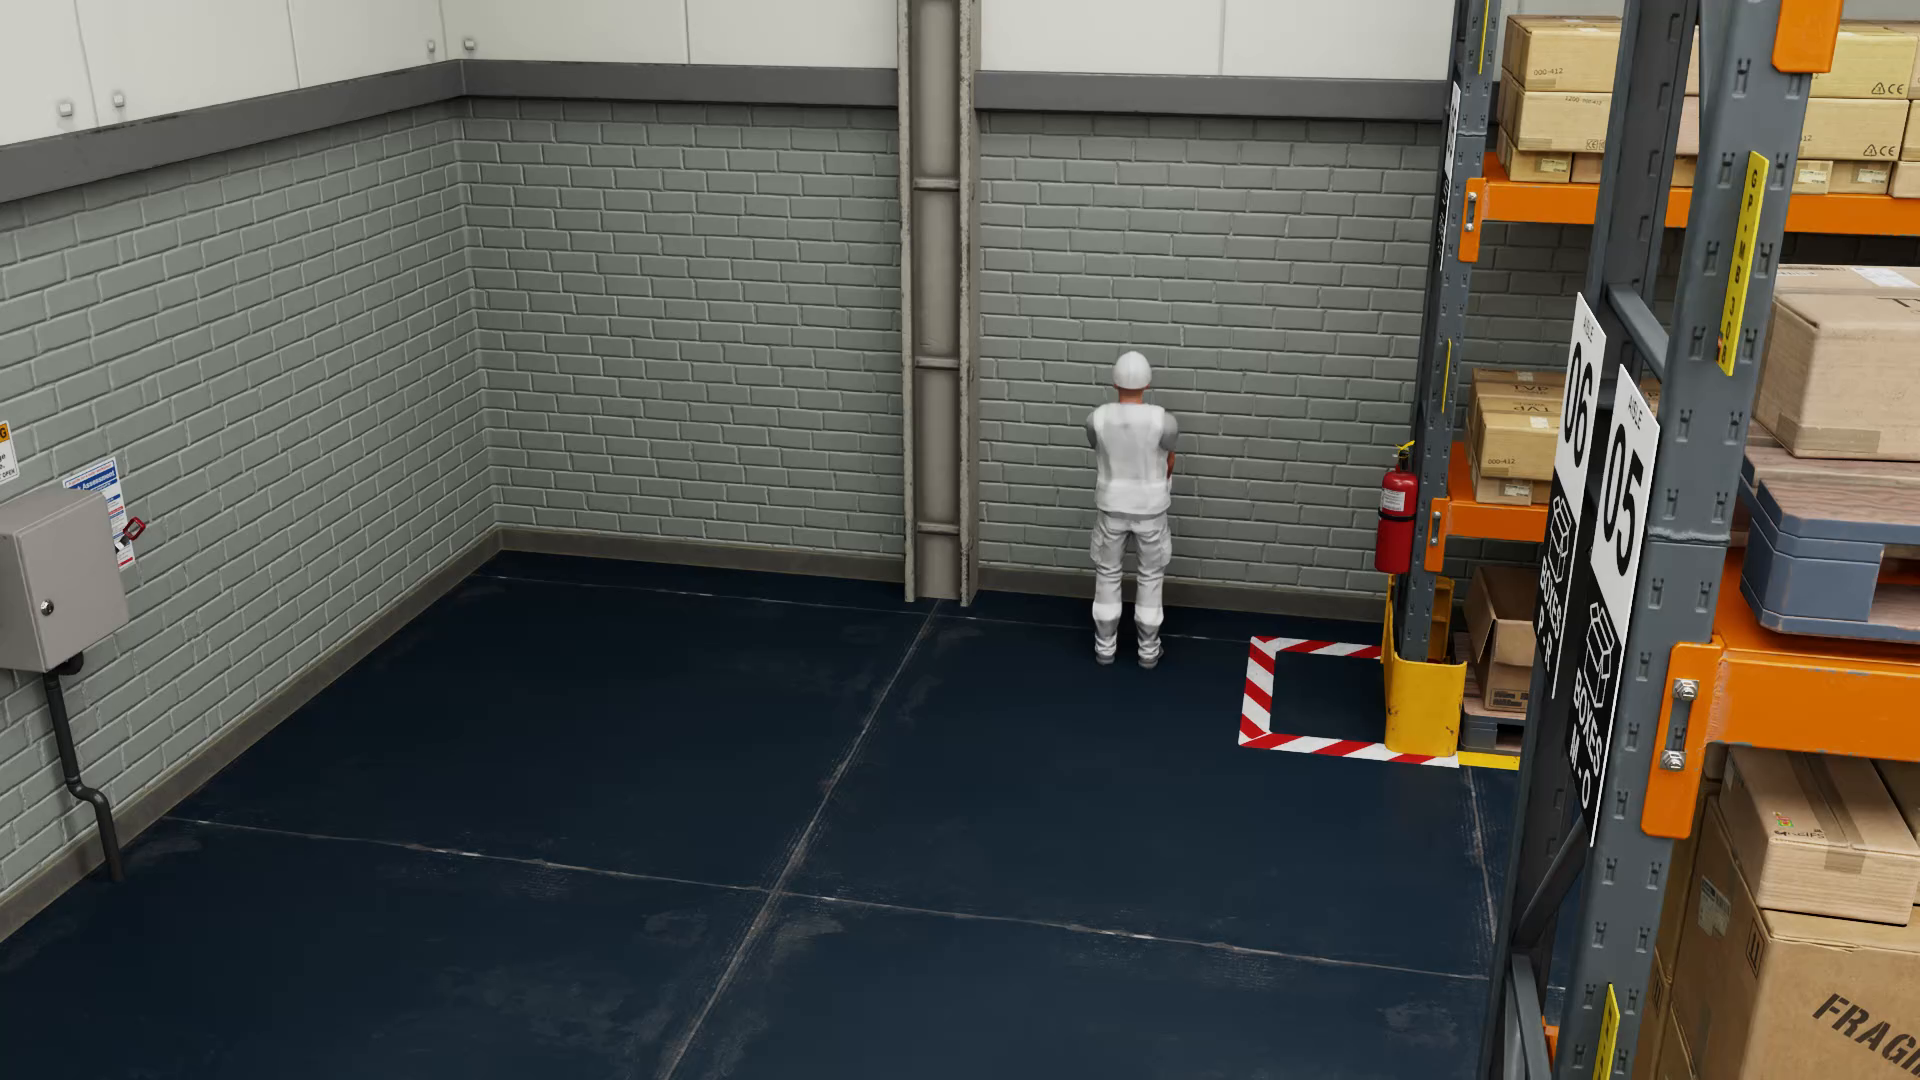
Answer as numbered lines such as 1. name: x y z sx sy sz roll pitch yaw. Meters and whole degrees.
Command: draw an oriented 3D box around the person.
1. person: 0.944 -0.175 9.071 0.456 1.735 0.558 5 22 12
